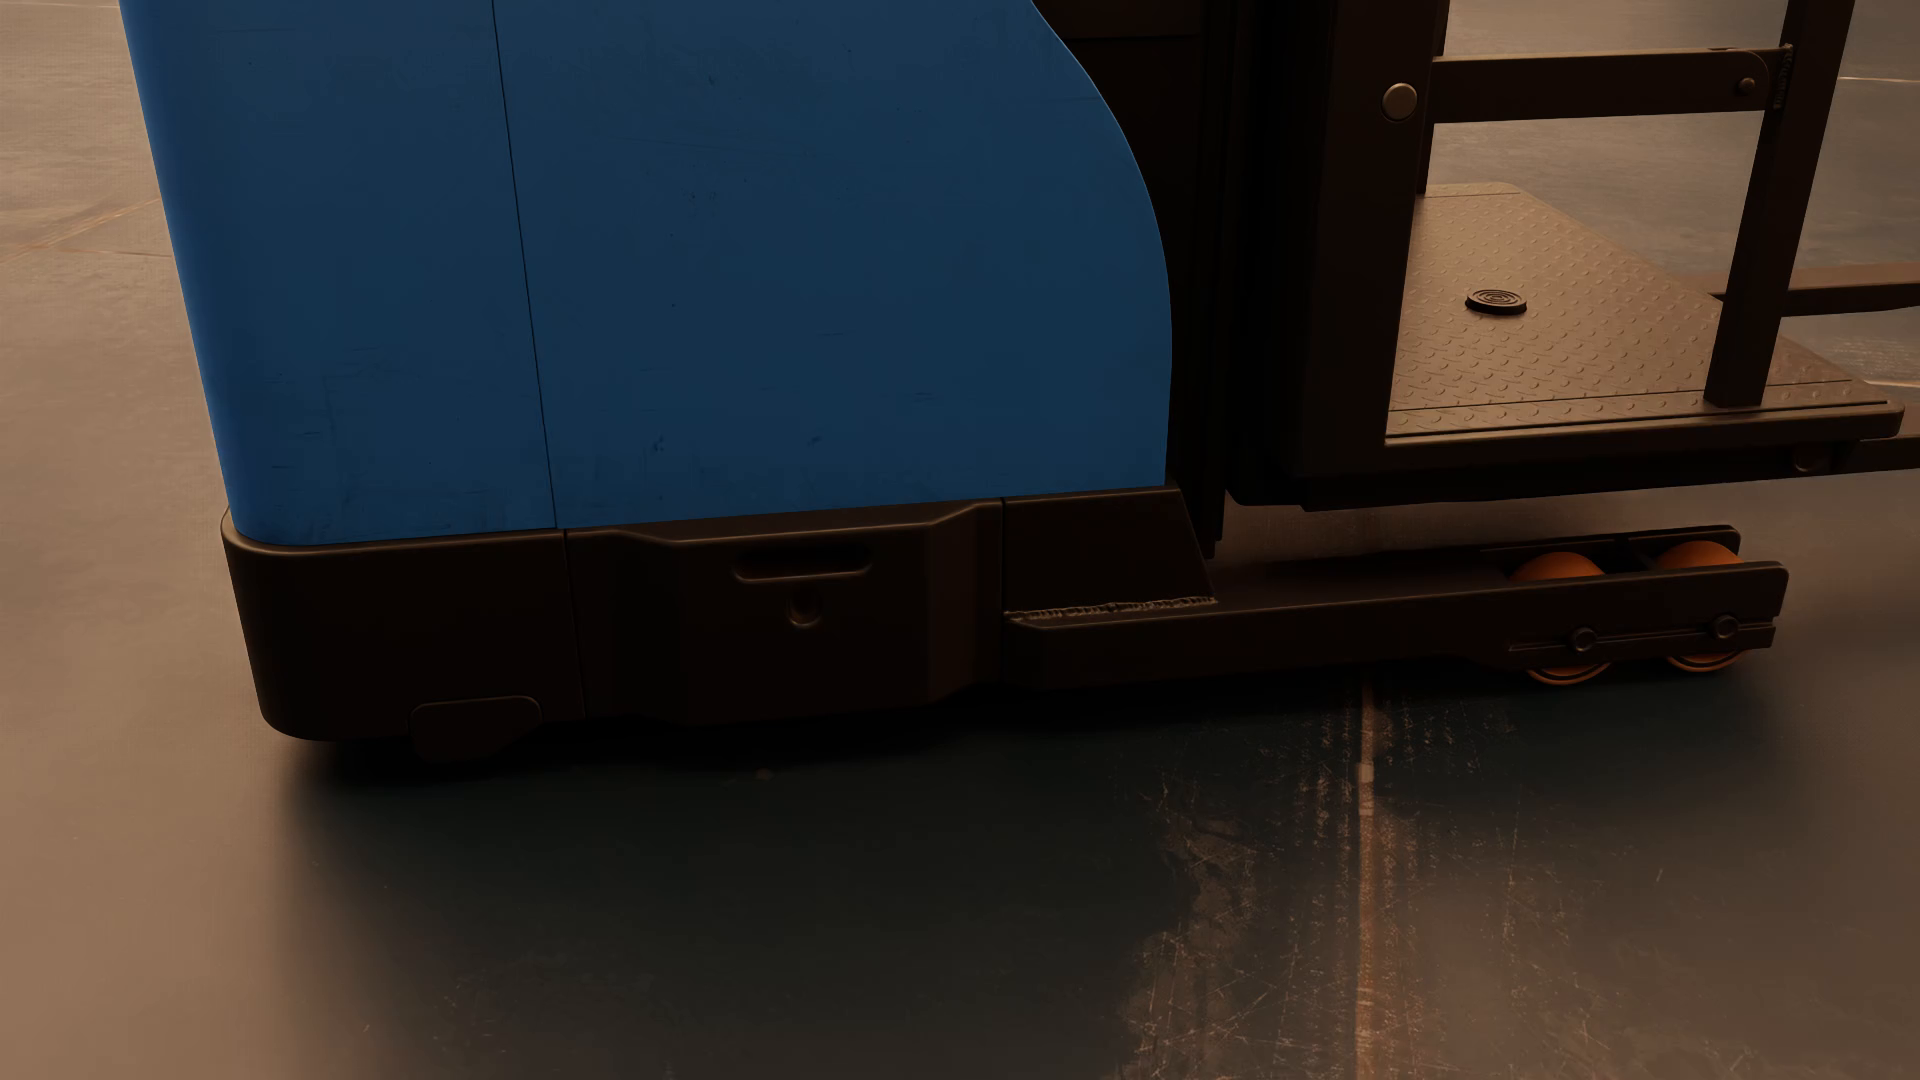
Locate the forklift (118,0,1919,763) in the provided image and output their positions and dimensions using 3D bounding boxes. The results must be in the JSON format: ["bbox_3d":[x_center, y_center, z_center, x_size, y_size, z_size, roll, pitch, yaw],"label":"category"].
[{"bbox_3d":[0.600,-1.354,1.930,3.031,2.935,1.130,-4,27,-9],"label":"forklift"}]
